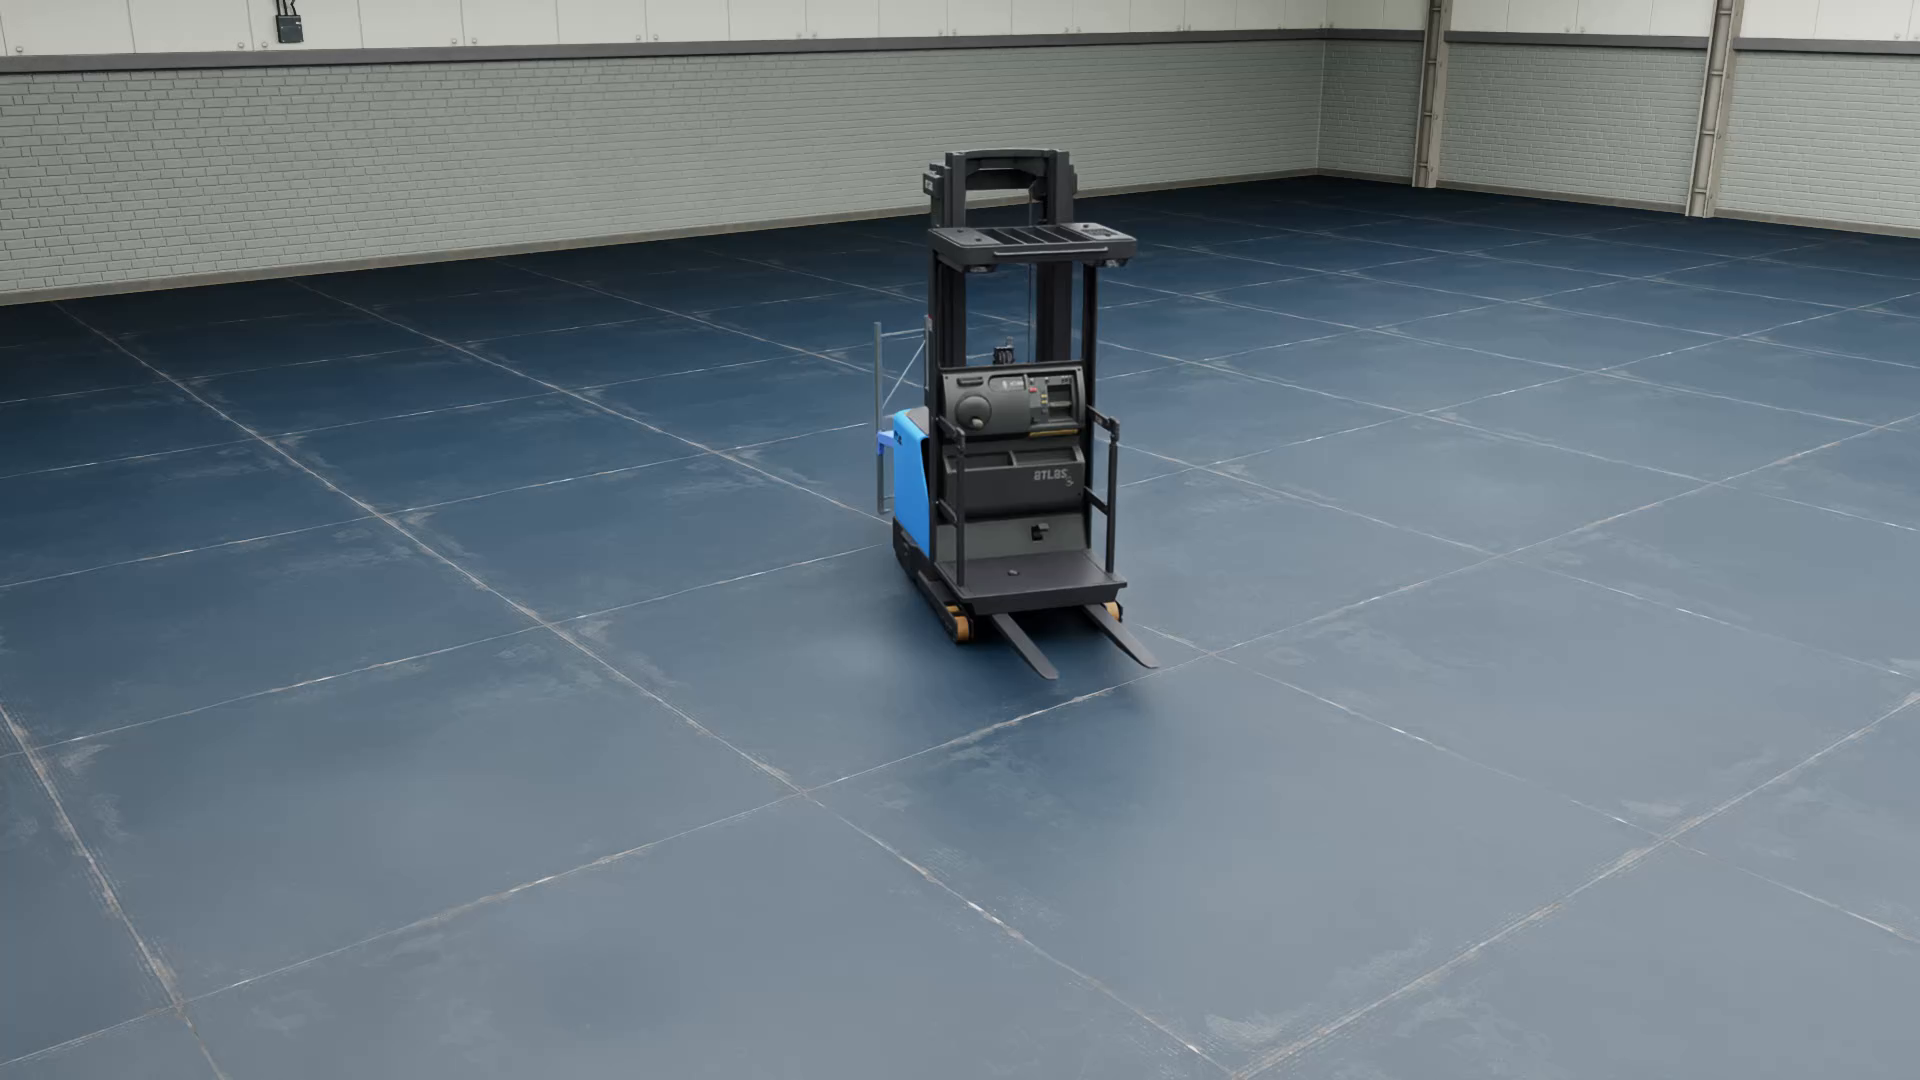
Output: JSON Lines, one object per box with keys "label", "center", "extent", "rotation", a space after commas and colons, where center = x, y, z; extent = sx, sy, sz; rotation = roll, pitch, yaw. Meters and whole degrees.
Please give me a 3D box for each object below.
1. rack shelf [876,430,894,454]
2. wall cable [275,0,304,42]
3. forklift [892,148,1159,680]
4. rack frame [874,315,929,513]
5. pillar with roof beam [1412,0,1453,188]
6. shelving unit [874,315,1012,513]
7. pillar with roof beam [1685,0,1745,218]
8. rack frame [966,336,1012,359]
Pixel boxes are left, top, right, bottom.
{"label": "rack shelf", "center": [-0.136, -0.675, 12.588], "extent": [0.538, 0.185, 1.000], "rotation": [-13, 22, -35]}
{"label": "wall cable", "center": [-8.409, -9.895, 22.518], "extent": [2.305, 6.003, 0.169], "rotation": [-14, 23, -36]}
{"label": "forklift", "center": [0.406, -0.887, 10.378], "extent": [1.130, 2.935, 3.031], "rotation": [-5, 19, -15]}
{"label": "rack frame", "center": [-0.439, -0.974, 12.919], "extent": [0.500, 1.500, 0.032], "rotation": [-13, 22, -35]}
{"label": "pillar with roof beam", "center": [6.250, -10.755, 30.527], "extent": [9.100, 9.000, 0.400], "rotation": [-14, 23, -36]}
{"label": "shelving unit", "center": [-0.136, -0.846, 12.532], "extent": [0.538, 1.500, 1.048], "rotation": [-13, 22, -35]}
{"label": "pillar with roof beam", "center": [9.975, -9.276, 26.062], "extent": [9.100, 9.000, 0.400], "rotation": [-14, 23, -36]}
{"label": "rack frame", "center": [0.168, -0.718, 12.145], "extent": [0.500, 1.500, 0.032], "rotation": [-13, 22, -35]}
